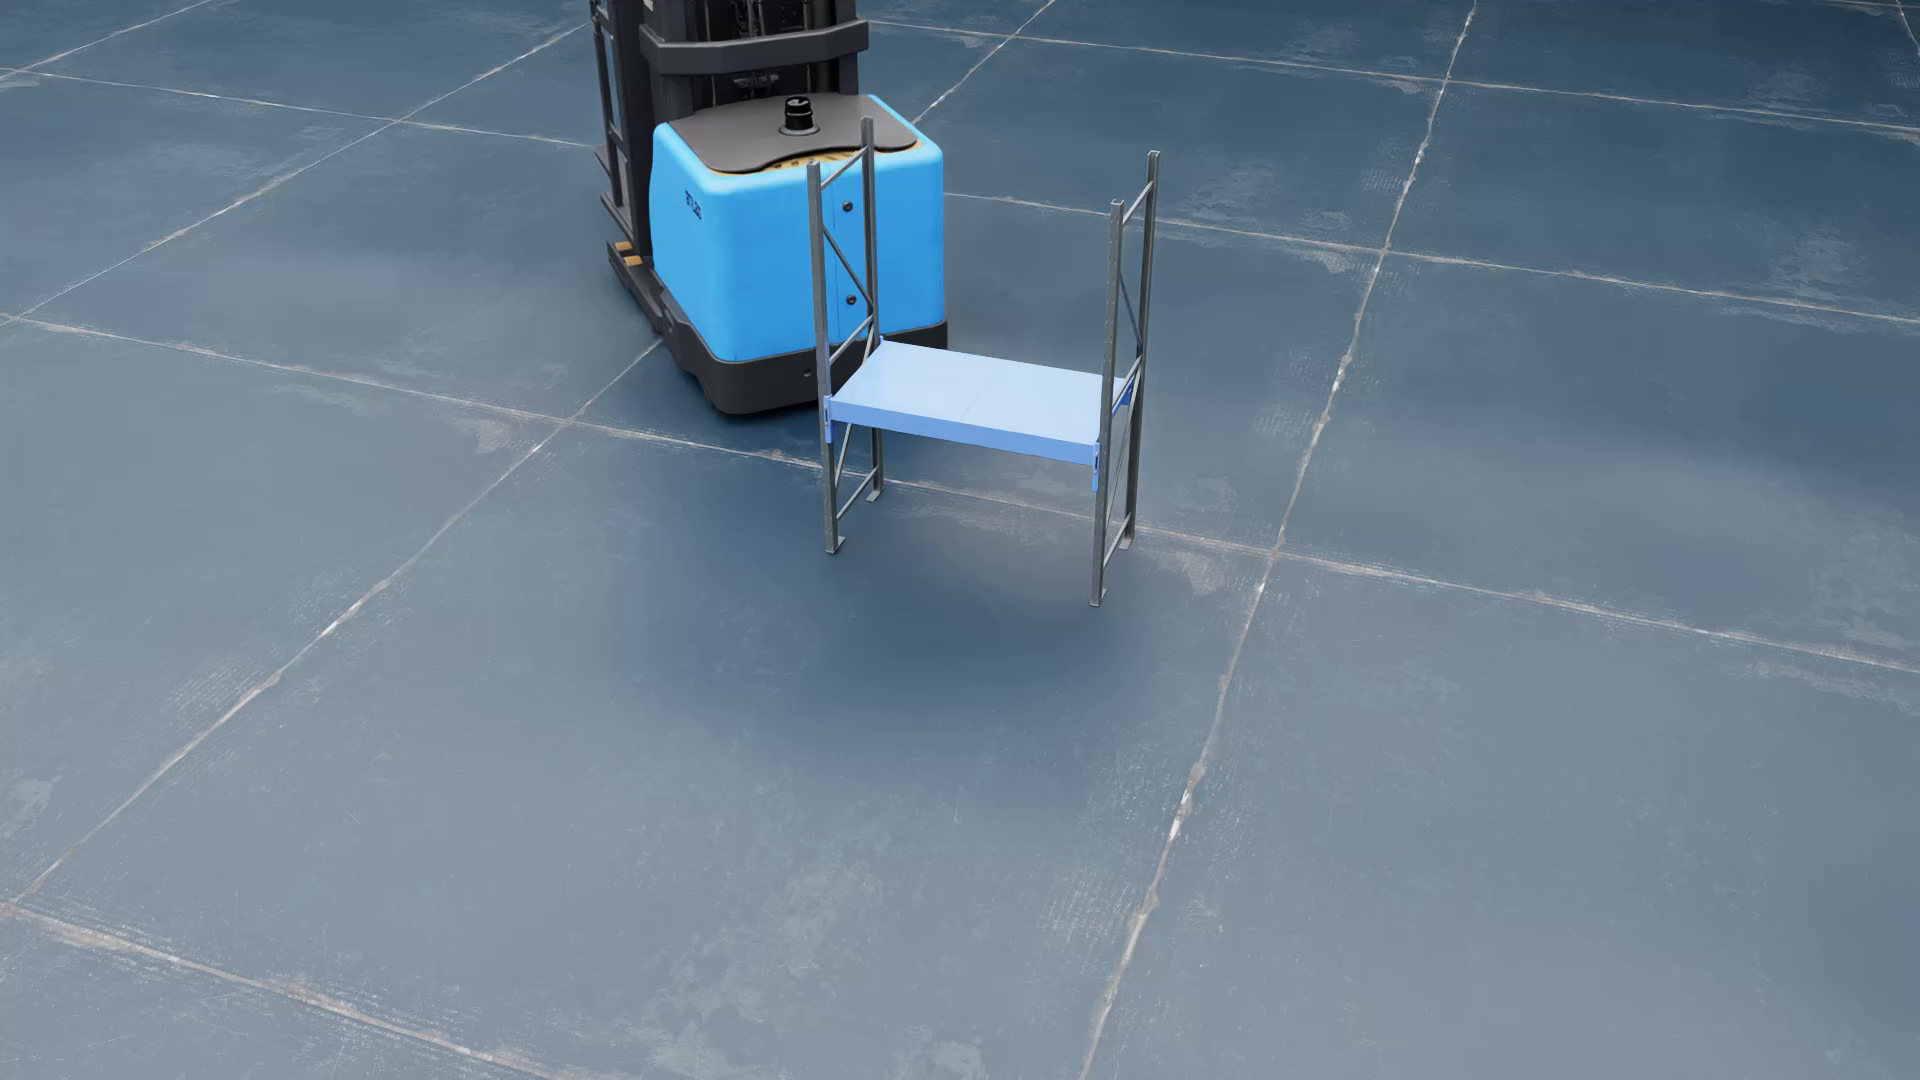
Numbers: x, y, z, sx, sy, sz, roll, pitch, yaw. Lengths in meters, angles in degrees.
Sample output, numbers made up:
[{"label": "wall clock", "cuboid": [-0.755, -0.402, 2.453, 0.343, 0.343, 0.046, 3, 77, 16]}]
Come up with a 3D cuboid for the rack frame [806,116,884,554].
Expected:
[{"label": "rack frame", "cuboid": [-0.398, -0.708, 5.963, 0.032, 1.500, 0.500, 11, 34, 16]}]

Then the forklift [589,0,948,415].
[{"label": "forklift", "cuboid": [-1.107, -2.541, 7.483, 1.130, 2.935, 3.031, -13, 35, -20]}]

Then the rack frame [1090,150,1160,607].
[{"label": "rack frame", "cuboid": [0.559, -0.521, 5.675, 0.032, 1.500, 0.500, 11, 34, 16]}]

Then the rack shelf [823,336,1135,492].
[{"label": "rack shelf", "cuboid": [0.080, -0.463, 5.917, 1.000, 0.185, 0.538, 11, 34, 16]}]

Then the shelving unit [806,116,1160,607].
[{"label": "shelving unit", "cuboid": [0.080, -0.614, 5.819, 1.048, 1.500, 0.538, 11, 34, 16]}]
